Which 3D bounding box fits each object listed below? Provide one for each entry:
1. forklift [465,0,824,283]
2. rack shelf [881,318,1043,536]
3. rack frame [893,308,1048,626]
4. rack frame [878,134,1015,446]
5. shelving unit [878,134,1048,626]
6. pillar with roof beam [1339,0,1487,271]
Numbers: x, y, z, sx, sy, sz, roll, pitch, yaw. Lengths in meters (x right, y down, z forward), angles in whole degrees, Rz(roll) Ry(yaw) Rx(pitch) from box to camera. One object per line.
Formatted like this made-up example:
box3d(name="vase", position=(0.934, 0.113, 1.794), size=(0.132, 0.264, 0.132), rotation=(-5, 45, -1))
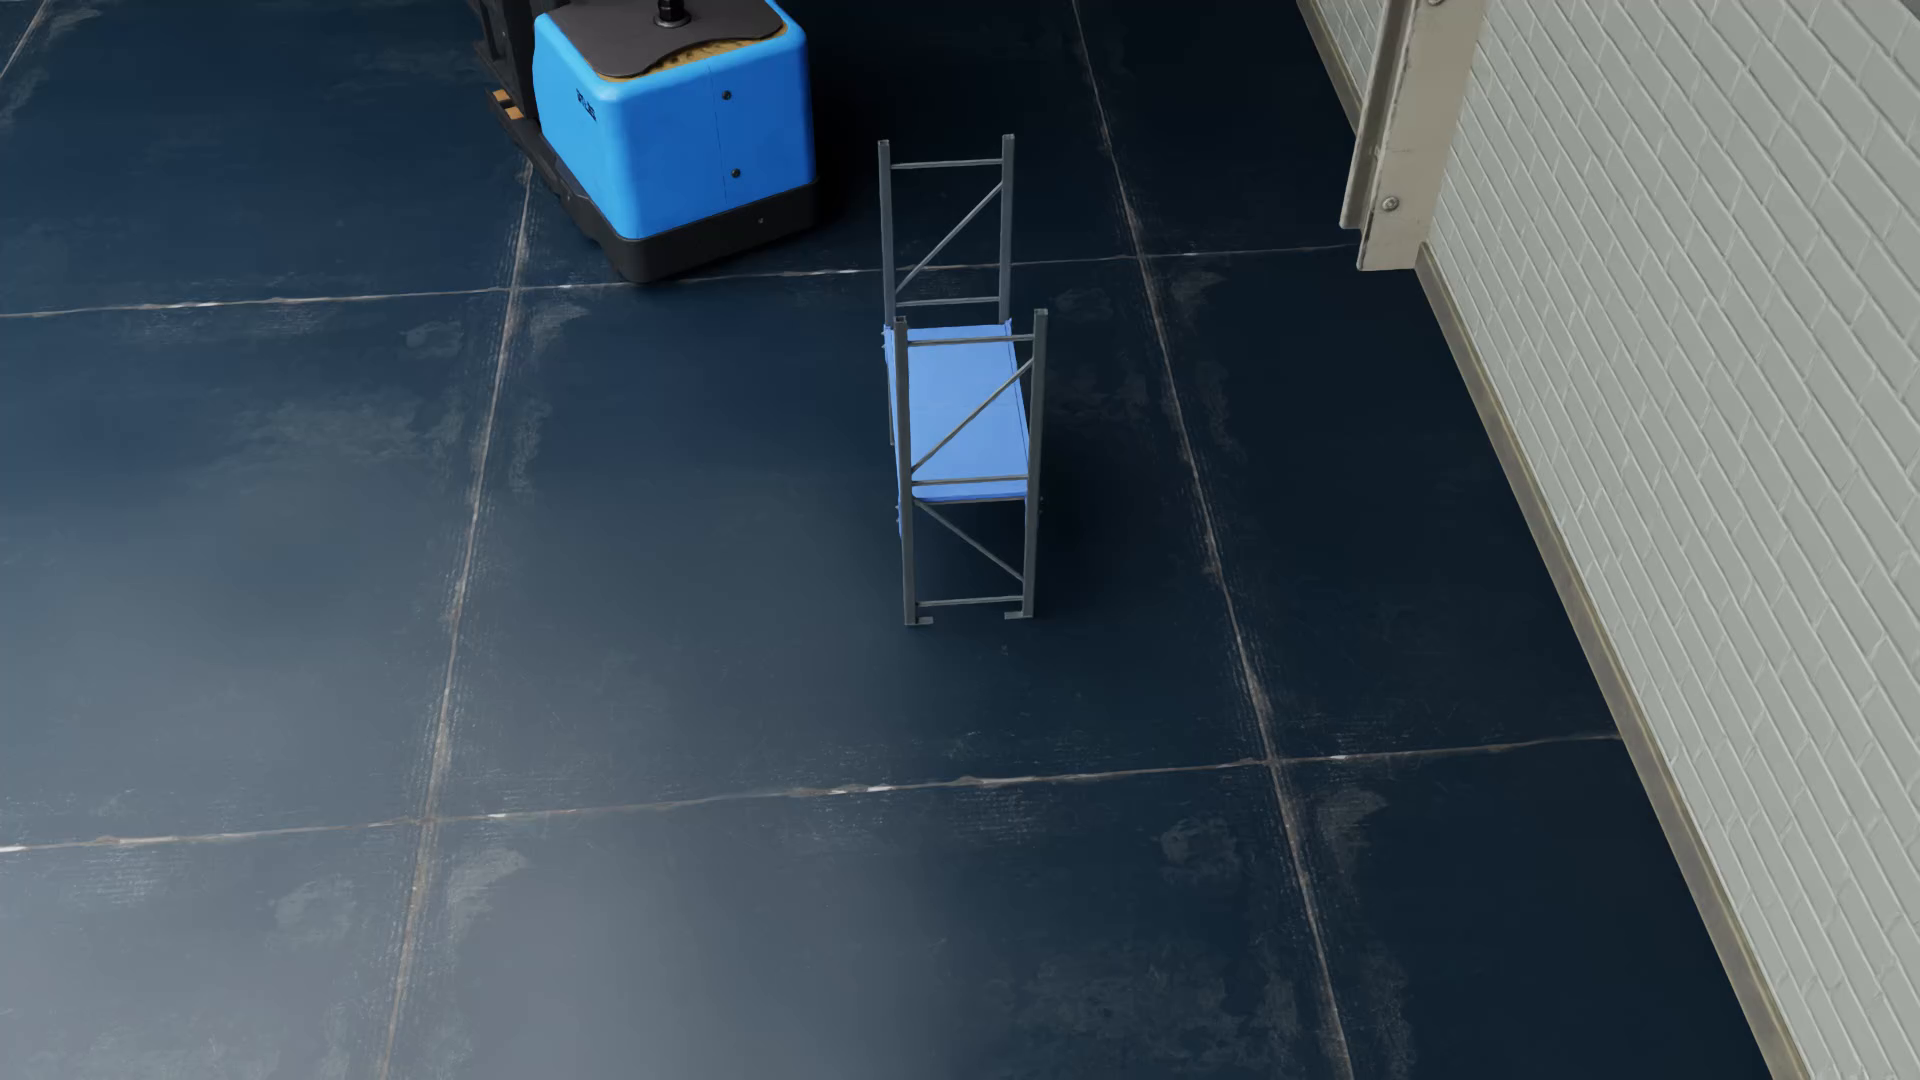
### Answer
box3d(name="forklift", position=(-1.854, -3.274, 7.832), size=(1.130, 2.935, 3.031), rotation=(-23, 51, -21))
box3d(name="rack shelf", position=(-0.007, -0.454, 6.395), size=(0.538, 0.185, 1.000), rotation=(-3, 47, -3))
box3d(name="rack frame", position=(0.035, -0.210, 5.916), size=(0.500, 1.500, 0.032), rotation=(-3, 47, -3))
box3d(name="rack frame", position=(-0.050, -0.945, 6.612), size=(0.500, 1.500, 0.032), rotation=(-3, 47, -3))
box3d(name="shelving unit", position=(-0.007, -0.577, 6.264), size=(0.538, 1.500, 1.048), rotation=(-3, 47, -3))
box3d(name="pillar with roof beam", position=(-2.242, -4.275, 4.601), size=(9.100, 9.000, 0.400), rotation=(-3, 47, -3))
